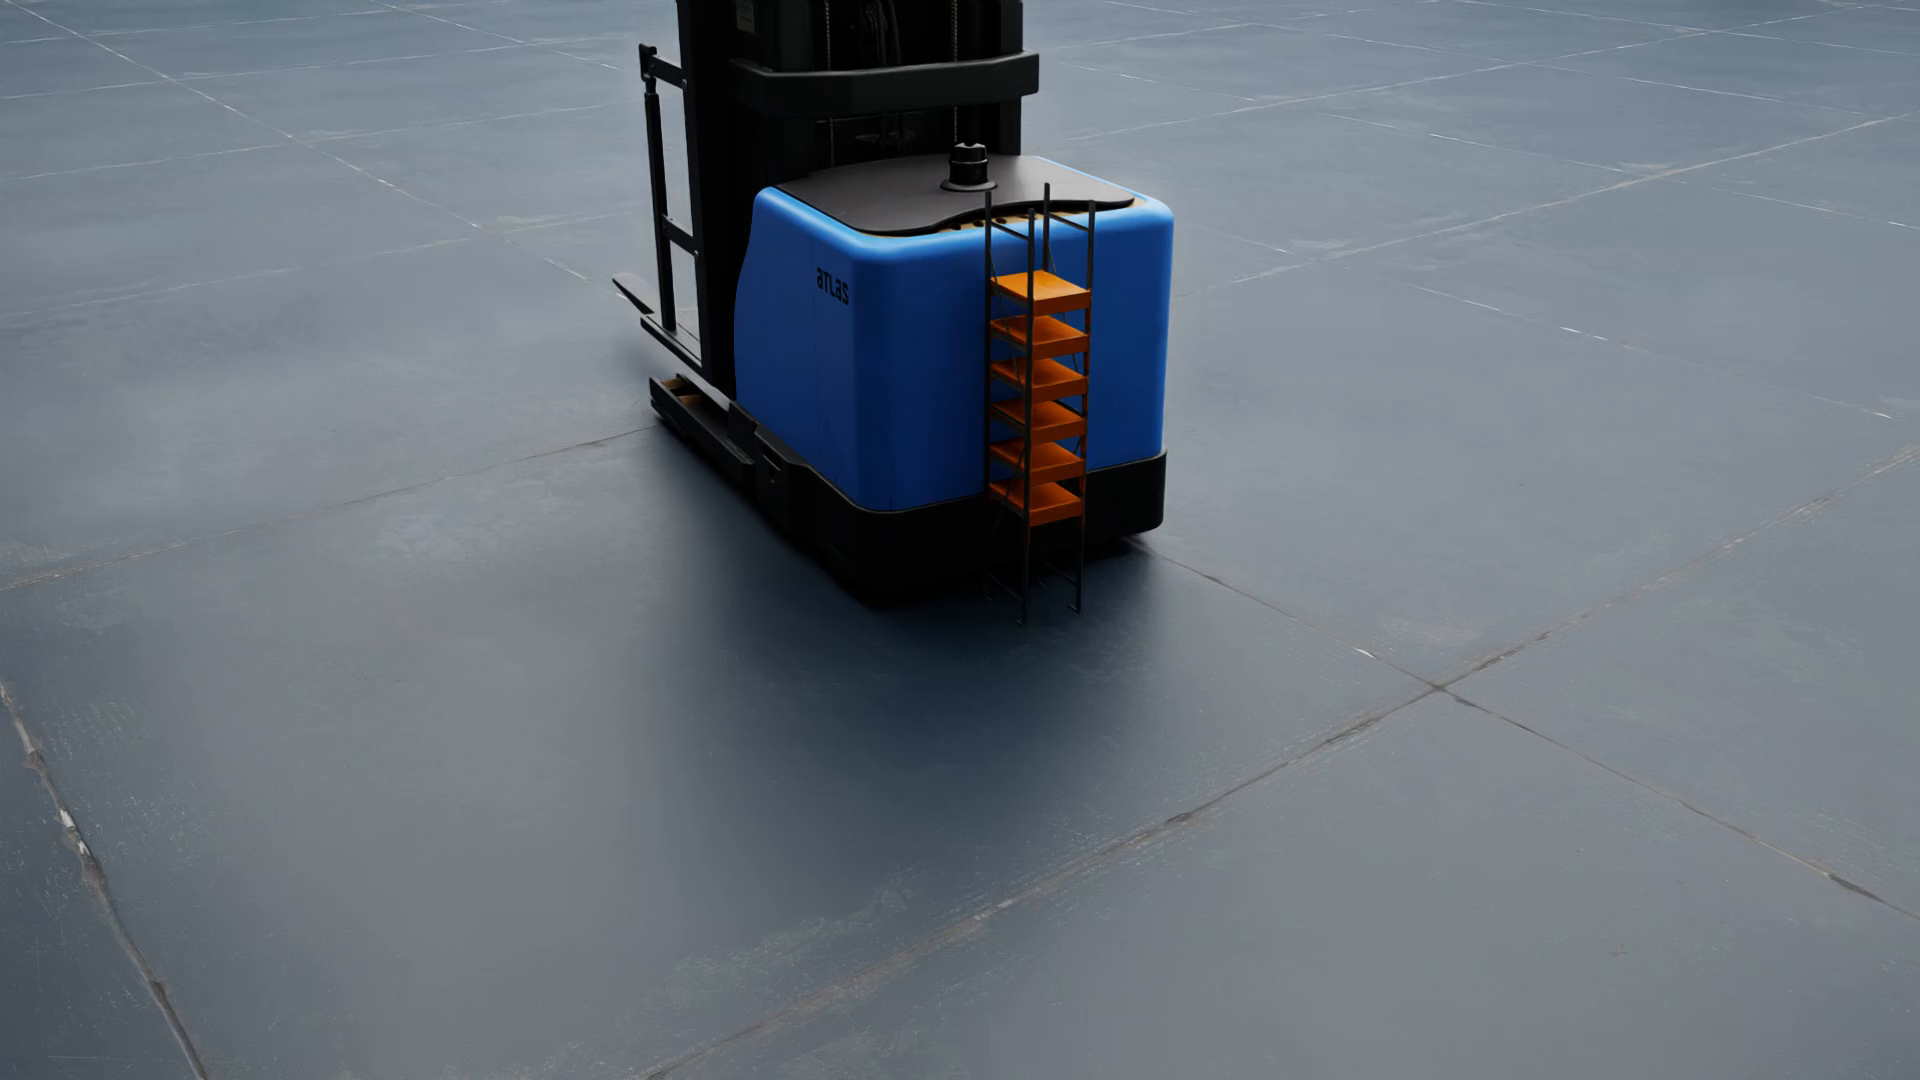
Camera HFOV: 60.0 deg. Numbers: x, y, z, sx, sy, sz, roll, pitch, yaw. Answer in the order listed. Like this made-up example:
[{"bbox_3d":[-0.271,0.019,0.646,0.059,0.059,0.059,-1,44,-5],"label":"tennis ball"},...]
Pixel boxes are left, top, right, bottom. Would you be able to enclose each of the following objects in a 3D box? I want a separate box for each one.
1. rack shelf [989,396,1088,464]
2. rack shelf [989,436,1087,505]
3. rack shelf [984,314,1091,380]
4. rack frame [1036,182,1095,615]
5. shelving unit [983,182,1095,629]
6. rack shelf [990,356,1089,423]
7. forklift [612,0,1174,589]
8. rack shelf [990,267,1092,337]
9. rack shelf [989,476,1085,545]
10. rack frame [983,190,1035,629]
[{"bbox_3d":[0.208,-0.314,4.607,0.180,0.103,0.258,-13,28,-26],"label":"rack shelf"},{"bbox_3d":[0.208,-0.205,4.658,0.180,0.103,0.258,-13,28,-26],"label":"rack shelf"},{"bbox_3d":[0.208,-0.532,4.506,0.180,0.103,0.258,-13,28,-26],"label":"rack shelf"},{"bbox_3d":[0.288,-0.373,4.629,0.006,1.200,0.240,-13,28,-26],"label":"rack frame"},{"bbox_3d":[0.208,-0.355,4.589,0.189,1.200,0.258,-13,28,-26],"label":"shelving unit"},{"bbox_3d":[0.208,-0.423,4.557,0.180,0.103,0.258,-13,28,-26],"label":"rack shelf"},{"bbox_3d":[-0.497,-1.773,5.588,1.130,2.935,3.031,-13,28,-25],"label":"forklift"},{"bbox_3d":[0.208,-0.641,4.456,0.180,0.103,0.258,-13,28,-26],"label":"rack shelf"},{"bbox_3d":[0.208,-0.097,4.709,0.180,0.103,0.258,-13,28,-26],"label":"rack shelf"},{"bbox_3d":[0.128,-0.336,4.548,0.006,1.200,0.240,-13,28,-26],"label":"rack frame"}]
